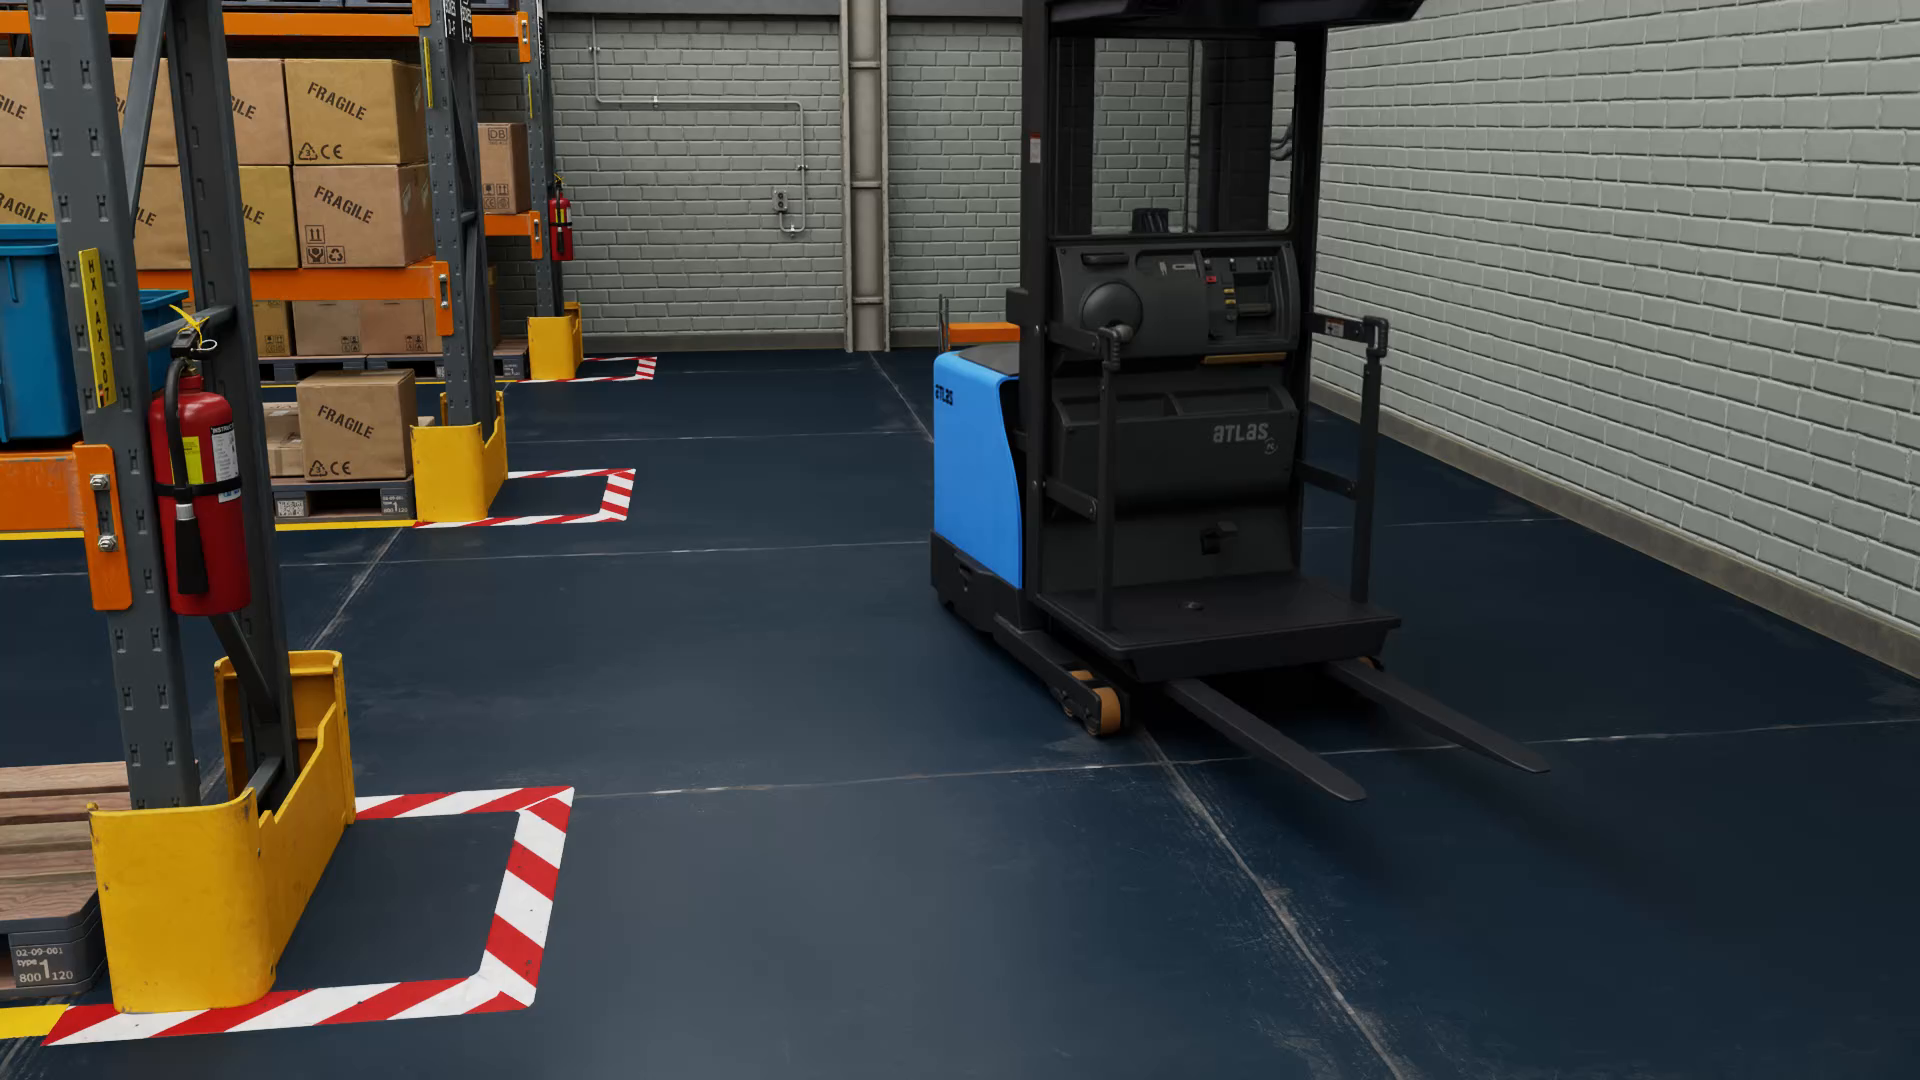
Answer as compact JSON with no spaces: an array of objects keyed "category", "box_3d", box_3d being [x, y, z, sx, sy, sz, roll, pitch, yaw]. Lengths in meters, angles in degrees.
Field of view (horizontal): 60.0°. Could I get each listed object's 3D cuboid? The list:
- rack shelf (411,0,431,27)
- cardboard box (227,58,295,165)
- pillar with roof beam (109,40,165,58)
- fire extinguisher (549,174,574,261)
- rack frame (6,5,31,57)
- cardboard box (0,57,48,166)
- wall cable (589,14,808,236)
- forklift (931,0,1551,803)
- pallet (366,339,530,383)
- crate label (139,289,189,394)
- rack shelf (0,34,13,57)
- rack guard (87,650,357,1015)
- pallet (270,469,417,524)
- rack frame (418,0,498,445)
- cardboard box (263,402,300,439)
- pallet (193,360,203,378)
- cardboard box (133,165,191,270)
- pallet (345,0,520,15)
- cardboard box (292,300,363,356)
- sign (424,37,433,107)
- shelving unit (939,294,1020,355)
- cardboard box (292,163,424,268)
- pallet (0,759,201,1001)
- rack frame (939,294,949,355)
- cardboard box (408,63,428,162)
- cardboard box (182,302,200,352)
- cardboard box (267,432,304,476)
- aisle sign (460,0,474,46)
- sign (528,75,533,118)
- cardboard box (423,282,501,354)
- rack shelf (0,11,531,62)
[{"category":"rack shelf","box_3d":[-4.622,-2.723,8.226,4.000,0.370,1.077,-2,14,-8]},{"category":"cardboard box","box_3d":[-3.542,-2.122,8.257,0.500,0.500,0.500,-2,14,-7]},{"category":"pillar with roof beam","box_3d":[-6.136,-4.844,9.037,0.400,9.000,9.100,-2,14,-8]},{"category":"fire extinguisher","box_3d":[-3.168,-2.557,13.177,0.183,0.674,0.296,-2,14,-8]},{"category":"rack frame","box_3d":[-7.341,-2.736,12.965,0.127,3.000,1.000,-2,14,-8]},{"category":"cardboard box","box_3d":[-4.562,-2.084,8.103,0.500,0.500,0.500,-2,14,-7]},{"category":"wall cable","box_3d":[-2.260,-3.648,14.512,1.851,1.984,0.084,-2,14,-8]},{"category":"forklift","box_3d":[0.852,-0.874,5.683,1.130,2.935,3.031,-5,15,-19]},{"category":"pallet","box_3d":[-4.165,-1.481,13.692,1.213,0.211,1.003,-2,14,-8]},{"category":"crate label","box_3d":[-2.203,-0.516,4.334,0.303,0.233,0.416,-2,14,-8]},{"category":"rack shelf","box_3d":[-9.319,-3.770,12.399,4.000,0.370,1.077,-2,14,-8]},{"category":"rack guard","box_3d":[-1.888,0.711,4.361,0.348,0.500,1.175,-2,14,-8]},{"category":"pallet","box_3d":[-3.507,-0.305,9.005,1.213,0.211,1.003,-2,14,-8]},{"category":"rack frame","box_3d":[-2.644,-1.690,8.792,0.127,3.000,1.000,-2,14,-8]},{"category":"cardboard box","box_3d":[-3.718,-0.600,9.195,0.500,0.250,0.500,-2,14,-8]},{"category":"pallet","box_3d":[-6.577,-1.392,13.339,1.213,0.211,1.003,-2,14,-8]},{"category":"cardboard box","box_3d":[-4.053,-1.620,8.309,0.500,0.500,0.500,-2,14,-8]},{"category":"pallet","box_3d":[-4.118,-4.264,13.072,1.213,0.211,1.003,-2,14,-8]},{"category":"cardboard box","box_3d":[-5.055,-1.786,13.453,0.500,0.500,0.700,-3,14,-10]},{"category":"sign","box_3d":[-2.581,-2.270,8.078,0.005,0.325,0.100,-2,14,-8]},{"category":"shelving unit","box_3d":[0.164,-0.588,8.100,0.503,1.200,0.258,-2,14,-8]},{"category":"cardboard box","box_3d":[-3.046,-1.656,8.454,0.500,0.500,0.500,-2,14,-7]},{"category":"pallet","box_3d":[-2.731,0.875,4.298,1.213,0.211,1.003,-2,14,-8]},{"category":"rack frame","box_3d":[-0.078,-0.579,8.065,0.015,1.200,0.240,-2,14,-8]},{"category":"cardboard box","box_3d":[-3.122,-2.270,8.847,0.500,0.500,0.500,-2,14,-7]},{"category":"cardboard box","box_3d":[-6.089,-1.747,13.297,0.500,0.500,0.700,-2,14,-9]},{"category":"cardboard box","box_3d":[-3.559,-0.457,8.797,0.250,0.166,0.380,-2,14,-8]},{"category":"aisle sign","box_3d":[-2.620,-3.024,8.768,0.004,0.787,0.394,-2,14,-8]},{"category":"sign","box_3d":[-3.318,-3.426,12.851,0.005,0.325,0.100,-2,14,-8]},{"category":"cardboard box","box_3d":[-4.063,-1.823,13.599,0.500,0.500,0.700,-2,14,-8]},{"category":"rack shelf","box_3d":[-5.363,-3.914,12.977,4.000,0.370,1.077,-2,14,-8]}]
